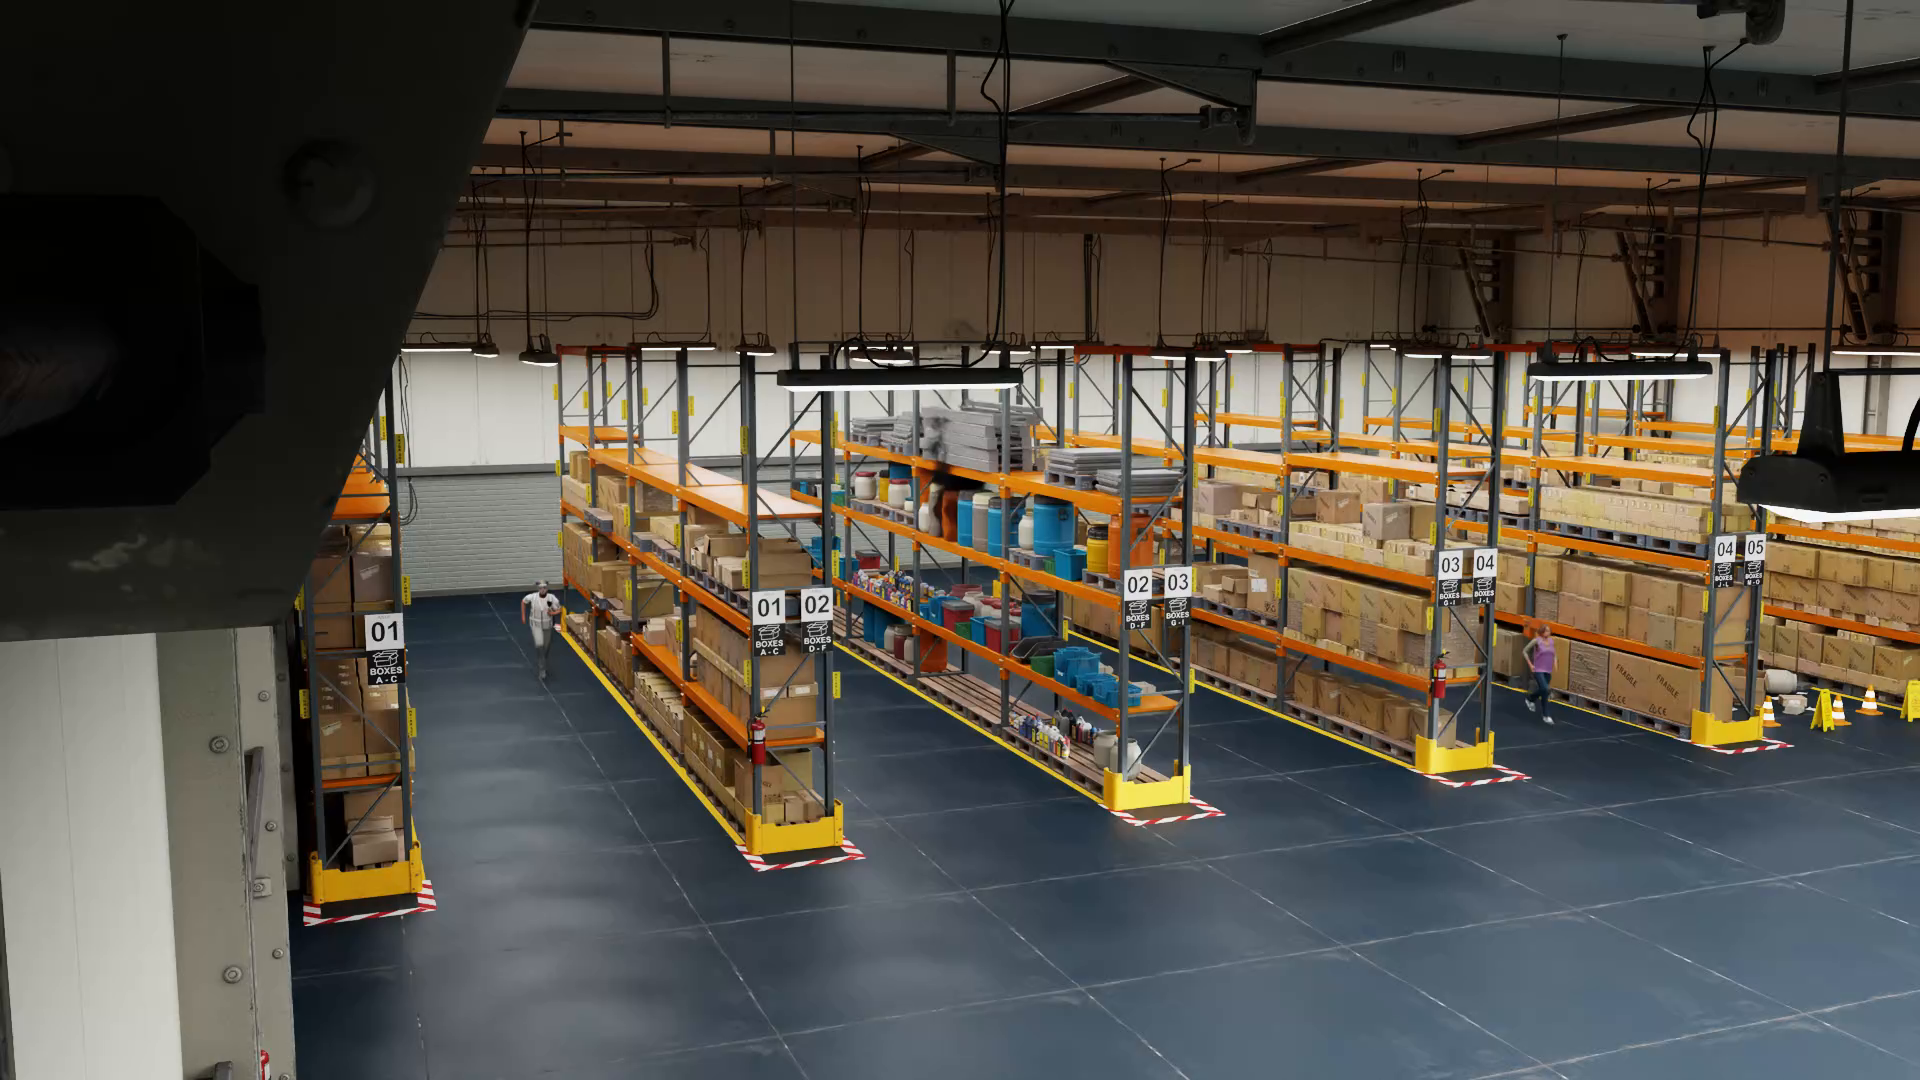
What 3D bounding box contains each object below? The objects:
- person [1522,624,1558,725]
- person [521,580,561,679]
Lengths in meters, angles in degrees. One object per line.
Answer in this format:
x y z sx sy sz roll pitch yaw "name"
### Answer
9.403 2.143 26.957 0.552 1.609 0.814 -2 8 -18 "person"
-7.646 1.611 30.423 0.686 1.829 0.876 -3 8 -19 "person"
